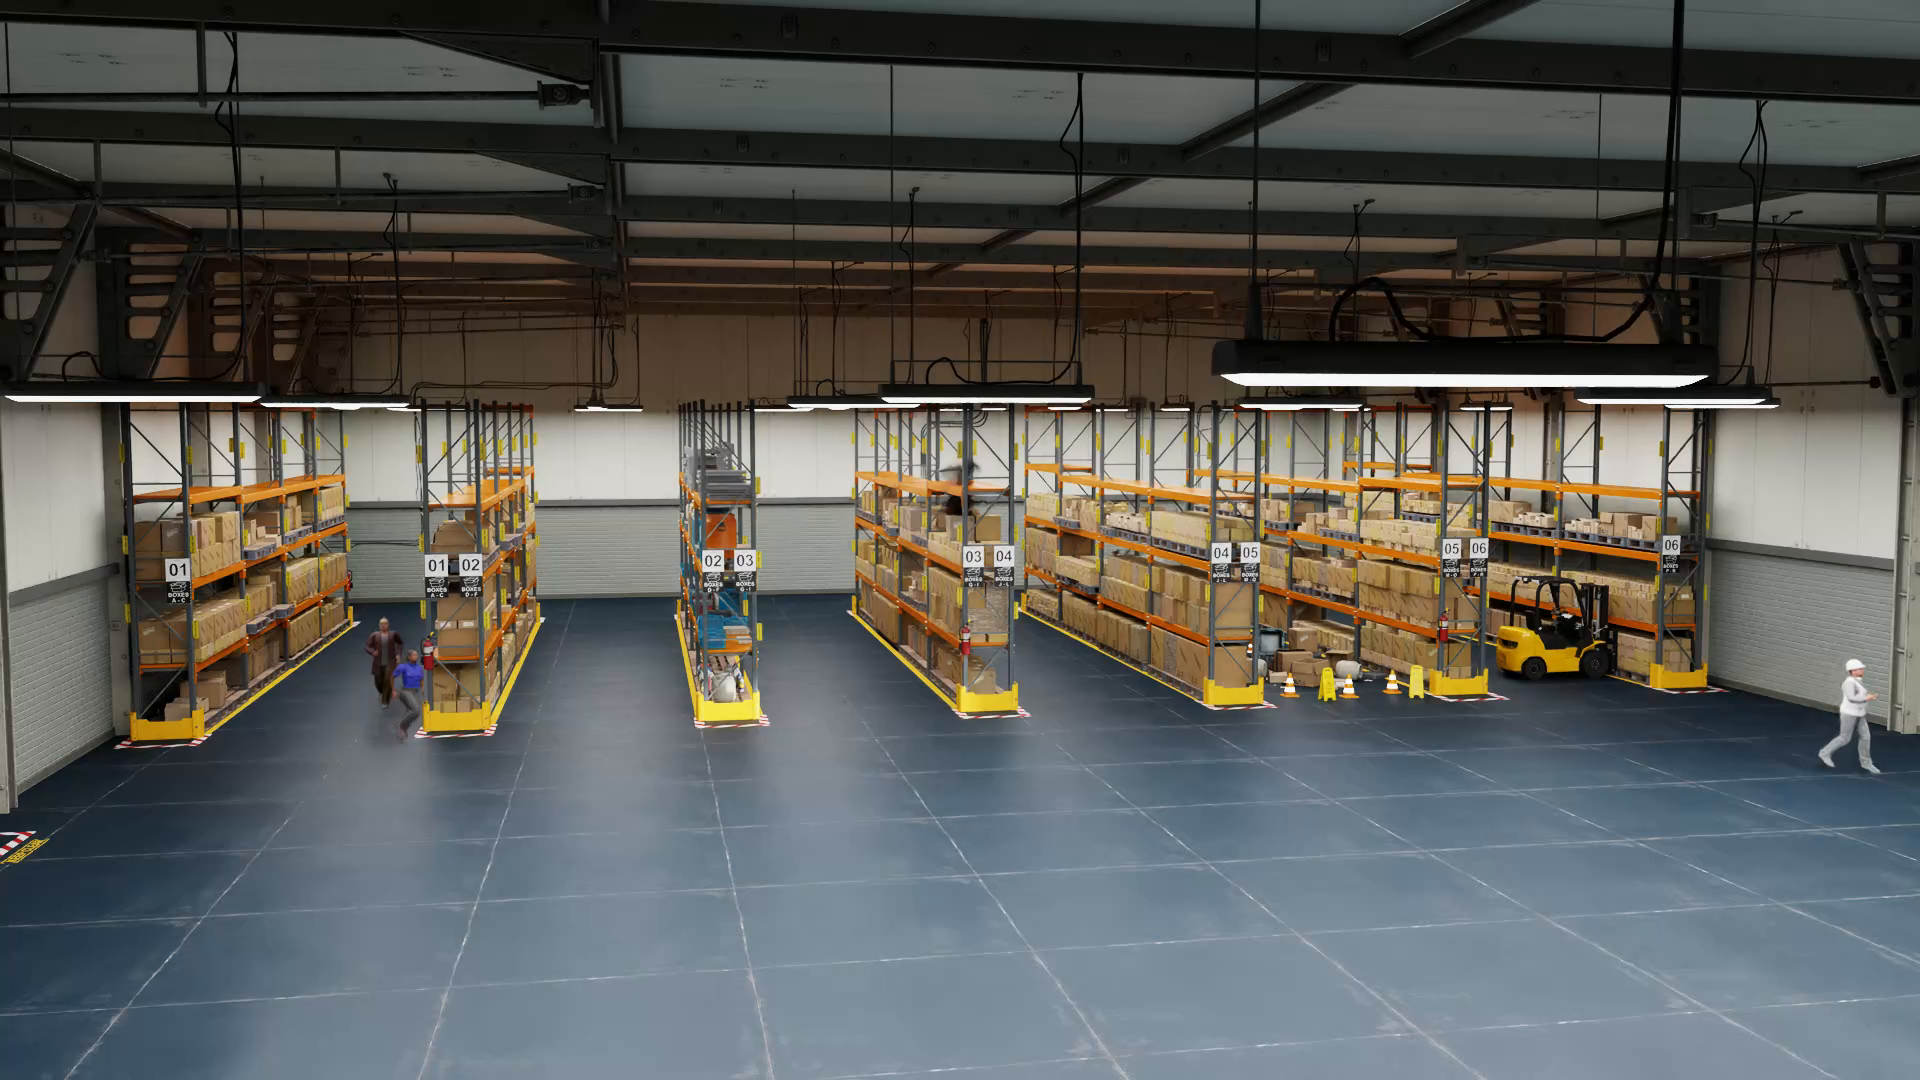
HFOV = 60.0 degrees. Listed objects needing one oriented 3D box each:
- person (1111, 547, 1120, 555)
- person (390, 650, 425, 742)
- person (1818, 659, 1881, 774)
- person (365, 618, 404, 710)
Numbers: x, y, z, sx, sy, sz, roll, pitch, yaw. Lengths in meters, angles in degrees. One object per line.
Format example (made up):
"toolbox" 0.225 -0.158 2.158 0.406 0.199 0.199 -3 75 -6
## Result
"person" 4.729 1.063 50.570 0.764 1.748 0.560 -1 4 -9
"person" -9.593 2.725 29.146 0.561 1.585 0.595 3 5 30
"person" 14.282 2.806 26.644 0.893 1.801 0.674 4 6 43
"person" -11.227 2.395 32.448 0.718 1.746 0.833 -1 4 -16
